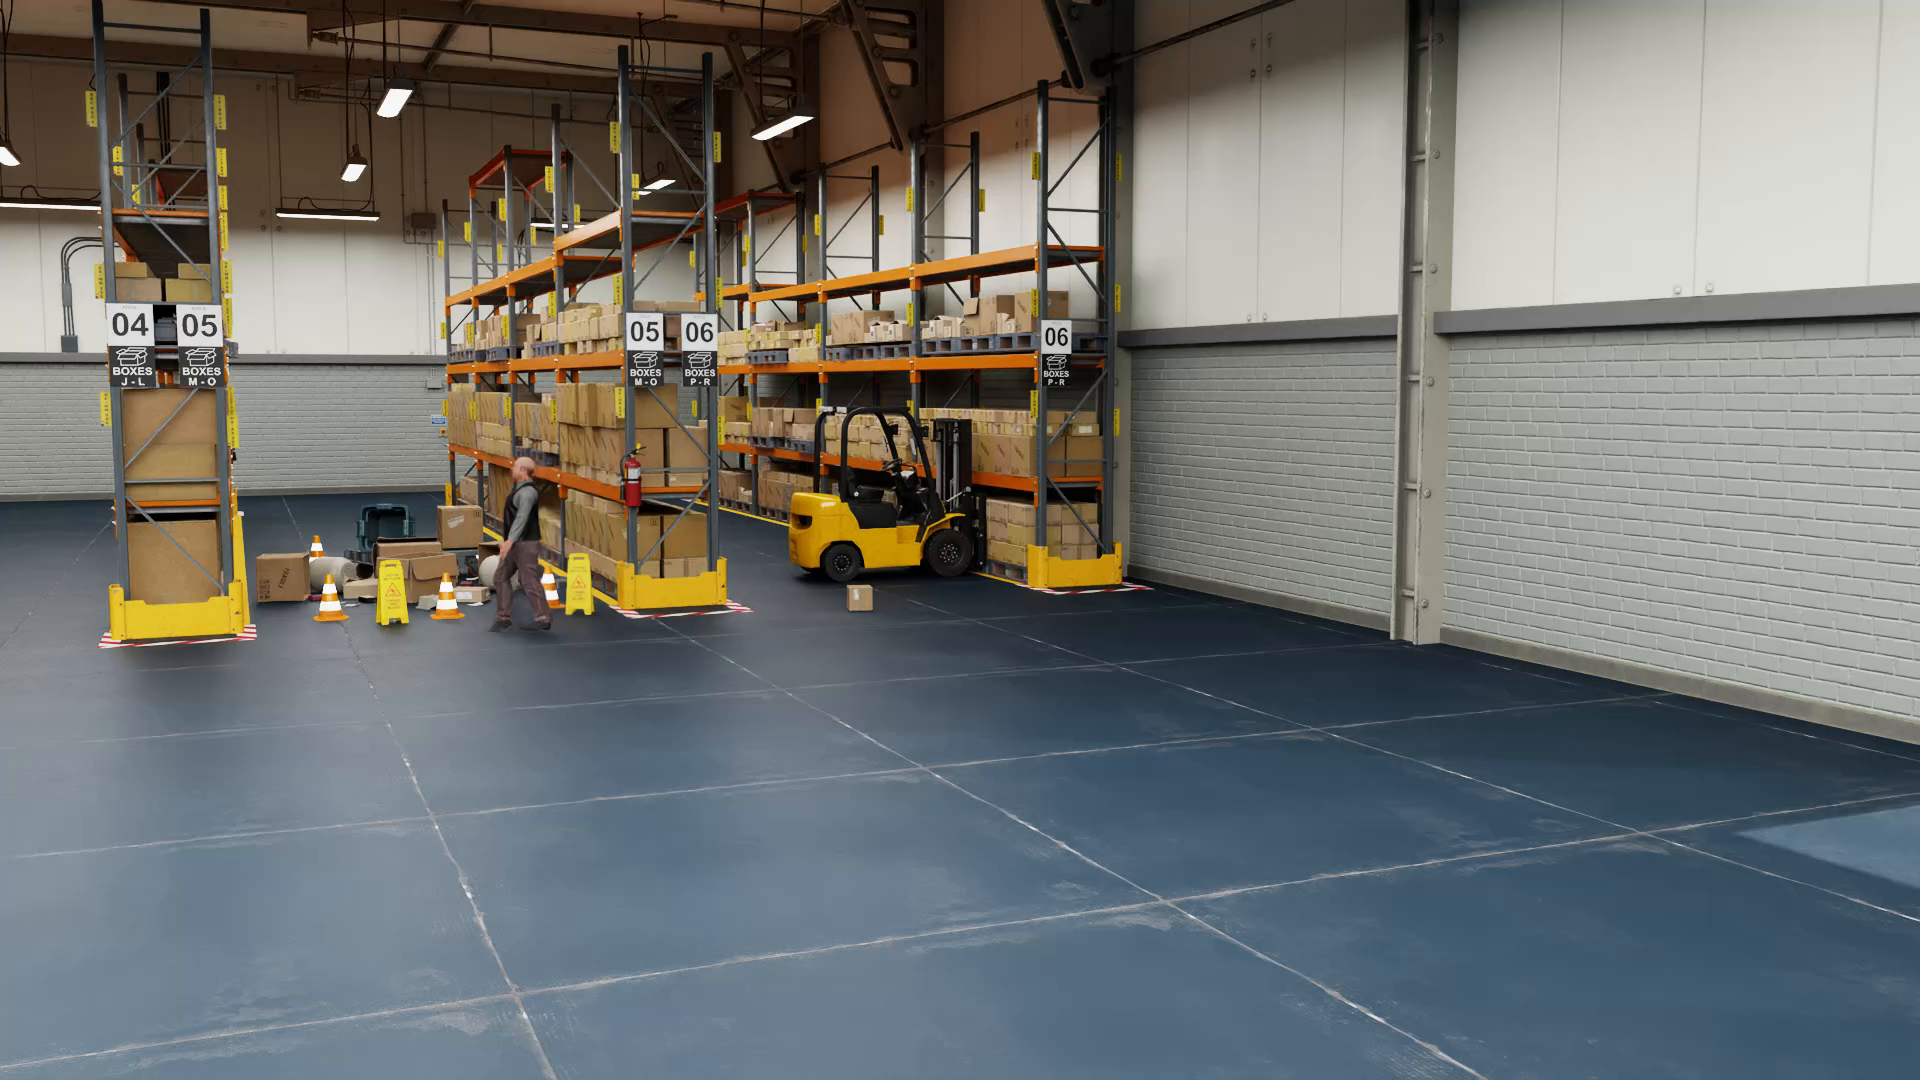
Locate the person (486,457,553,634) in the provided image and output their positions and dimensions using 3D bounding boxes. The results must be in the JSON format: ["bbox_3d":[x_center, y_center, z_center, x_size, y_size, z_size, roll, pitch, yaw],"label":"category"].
[{"bbox_3d":[-4.315,0.040,16.206,0.646,1.700,0.538,-2,6,-20],"label":"person"}]
